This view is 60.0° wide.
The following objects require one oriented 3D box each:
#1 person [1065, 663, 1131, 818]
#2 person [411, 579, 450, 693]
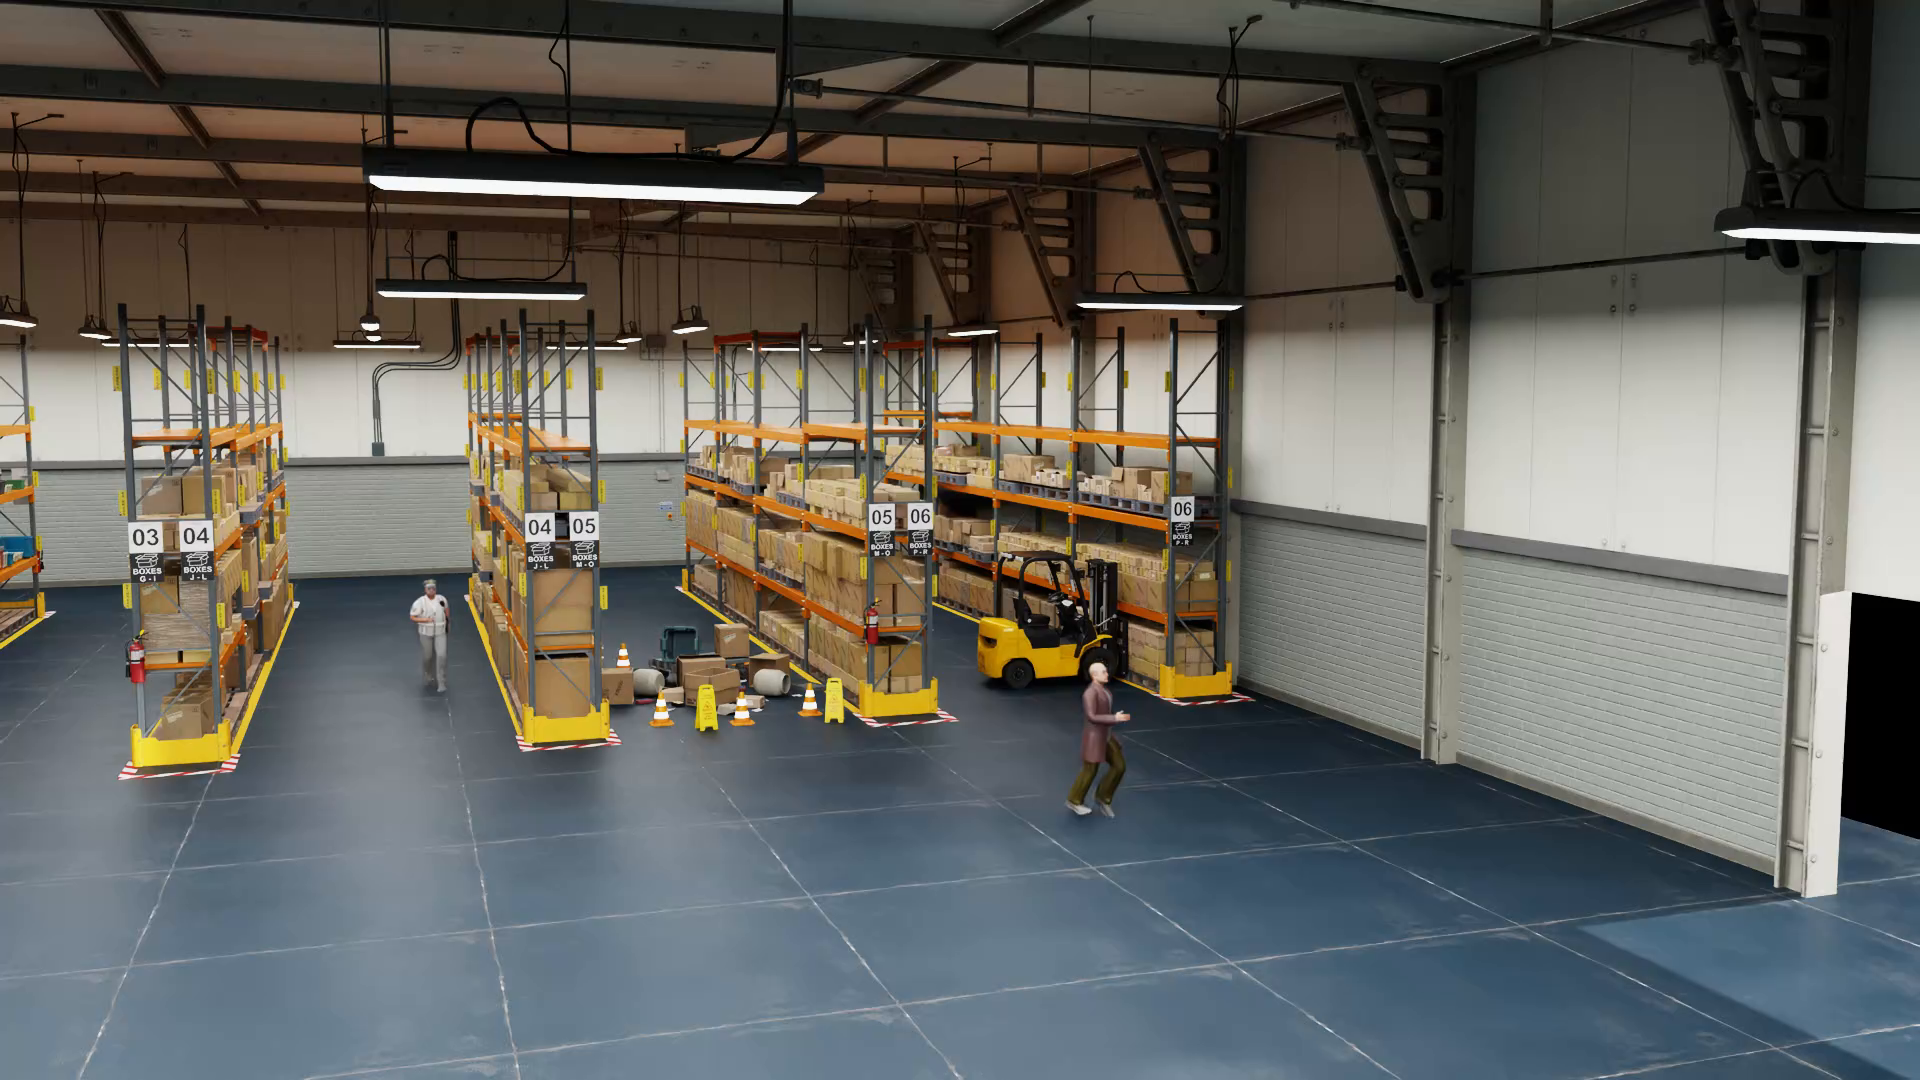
[{"bbox_3d":[1.590,2.320,19.075,0.813,1.840,0.700,3,6,30],"label":"person"},{"bbox_3d":[-8.619,1.540,27.129,0.646,1.813,0.938,-3,6,-26],"label":"person"}]
